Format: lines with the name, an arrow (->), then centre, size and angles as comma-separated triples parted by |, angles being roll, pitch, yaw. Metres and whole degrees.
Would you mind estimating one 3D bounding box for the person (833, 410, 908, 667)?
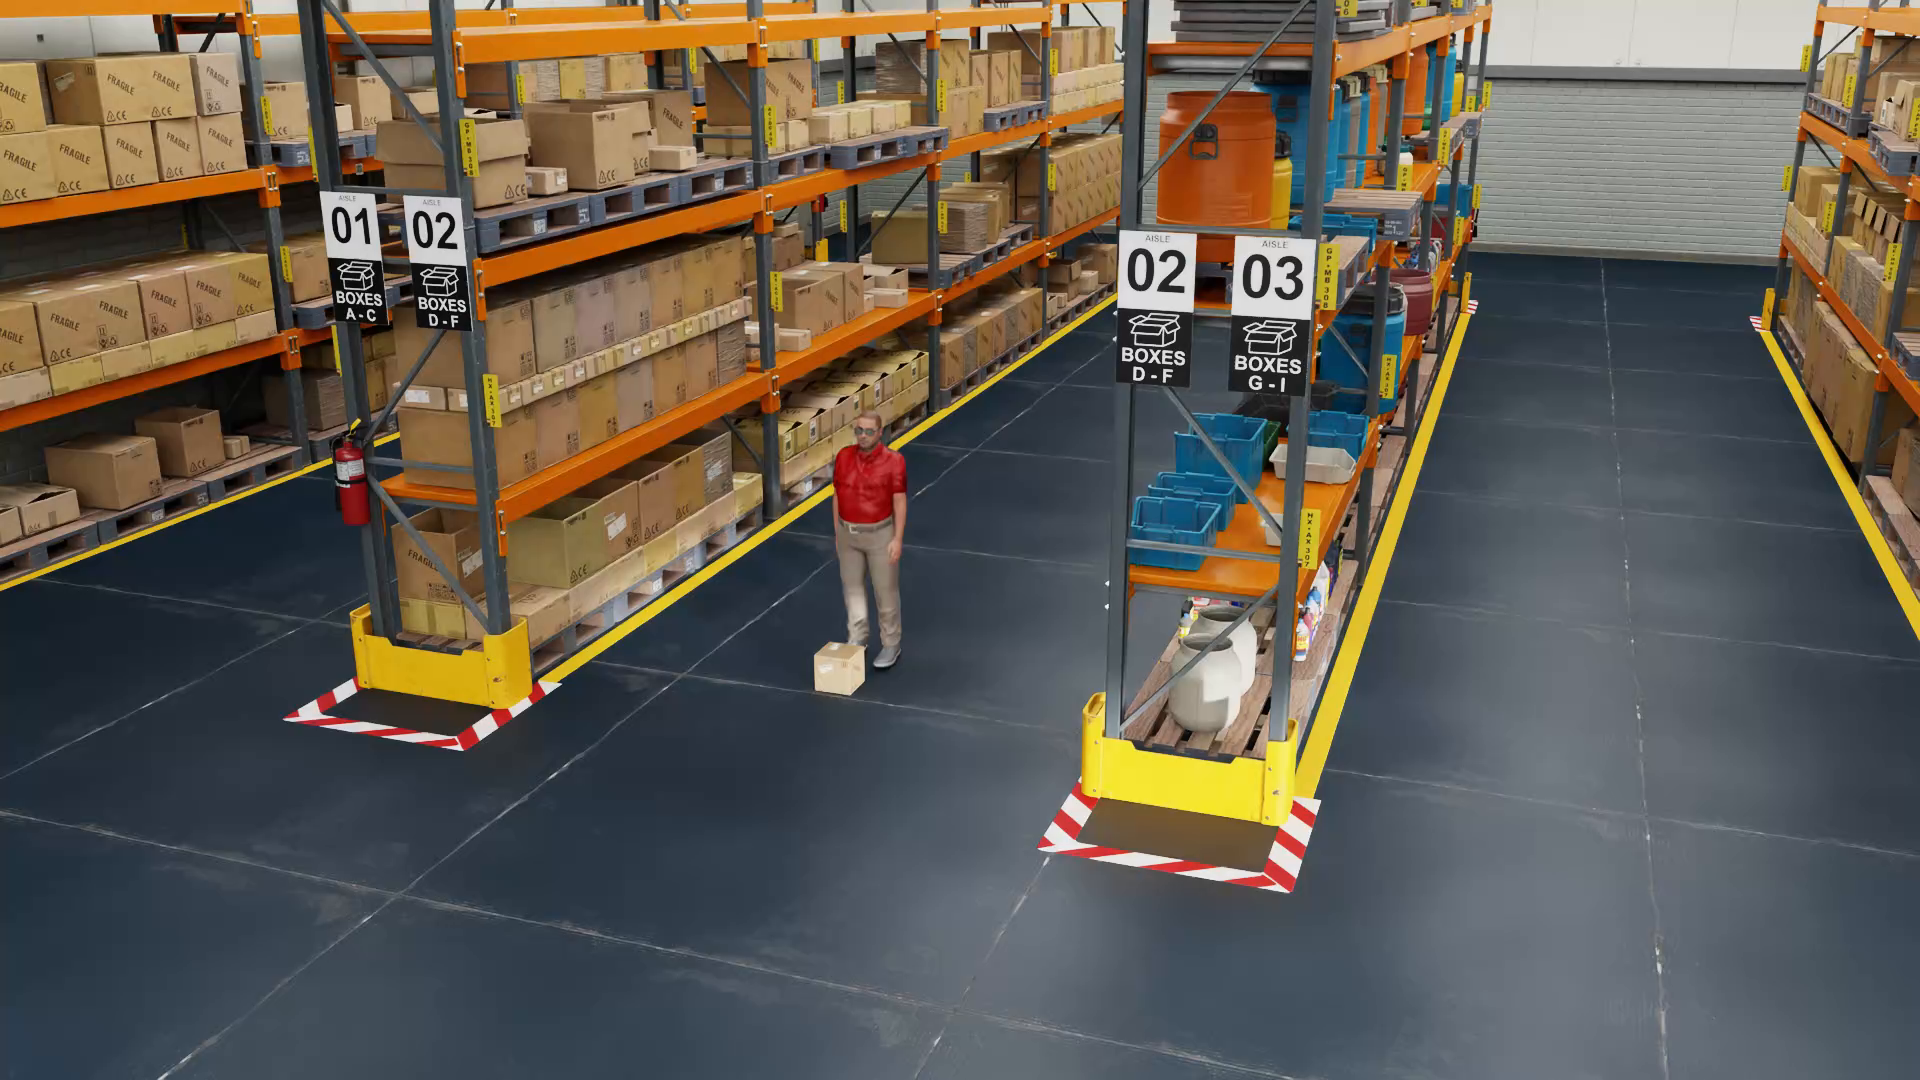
person -> -0.619, -0.011, 11.102 | 0.527, 1.725, 0.359 | 6, 20, 19
